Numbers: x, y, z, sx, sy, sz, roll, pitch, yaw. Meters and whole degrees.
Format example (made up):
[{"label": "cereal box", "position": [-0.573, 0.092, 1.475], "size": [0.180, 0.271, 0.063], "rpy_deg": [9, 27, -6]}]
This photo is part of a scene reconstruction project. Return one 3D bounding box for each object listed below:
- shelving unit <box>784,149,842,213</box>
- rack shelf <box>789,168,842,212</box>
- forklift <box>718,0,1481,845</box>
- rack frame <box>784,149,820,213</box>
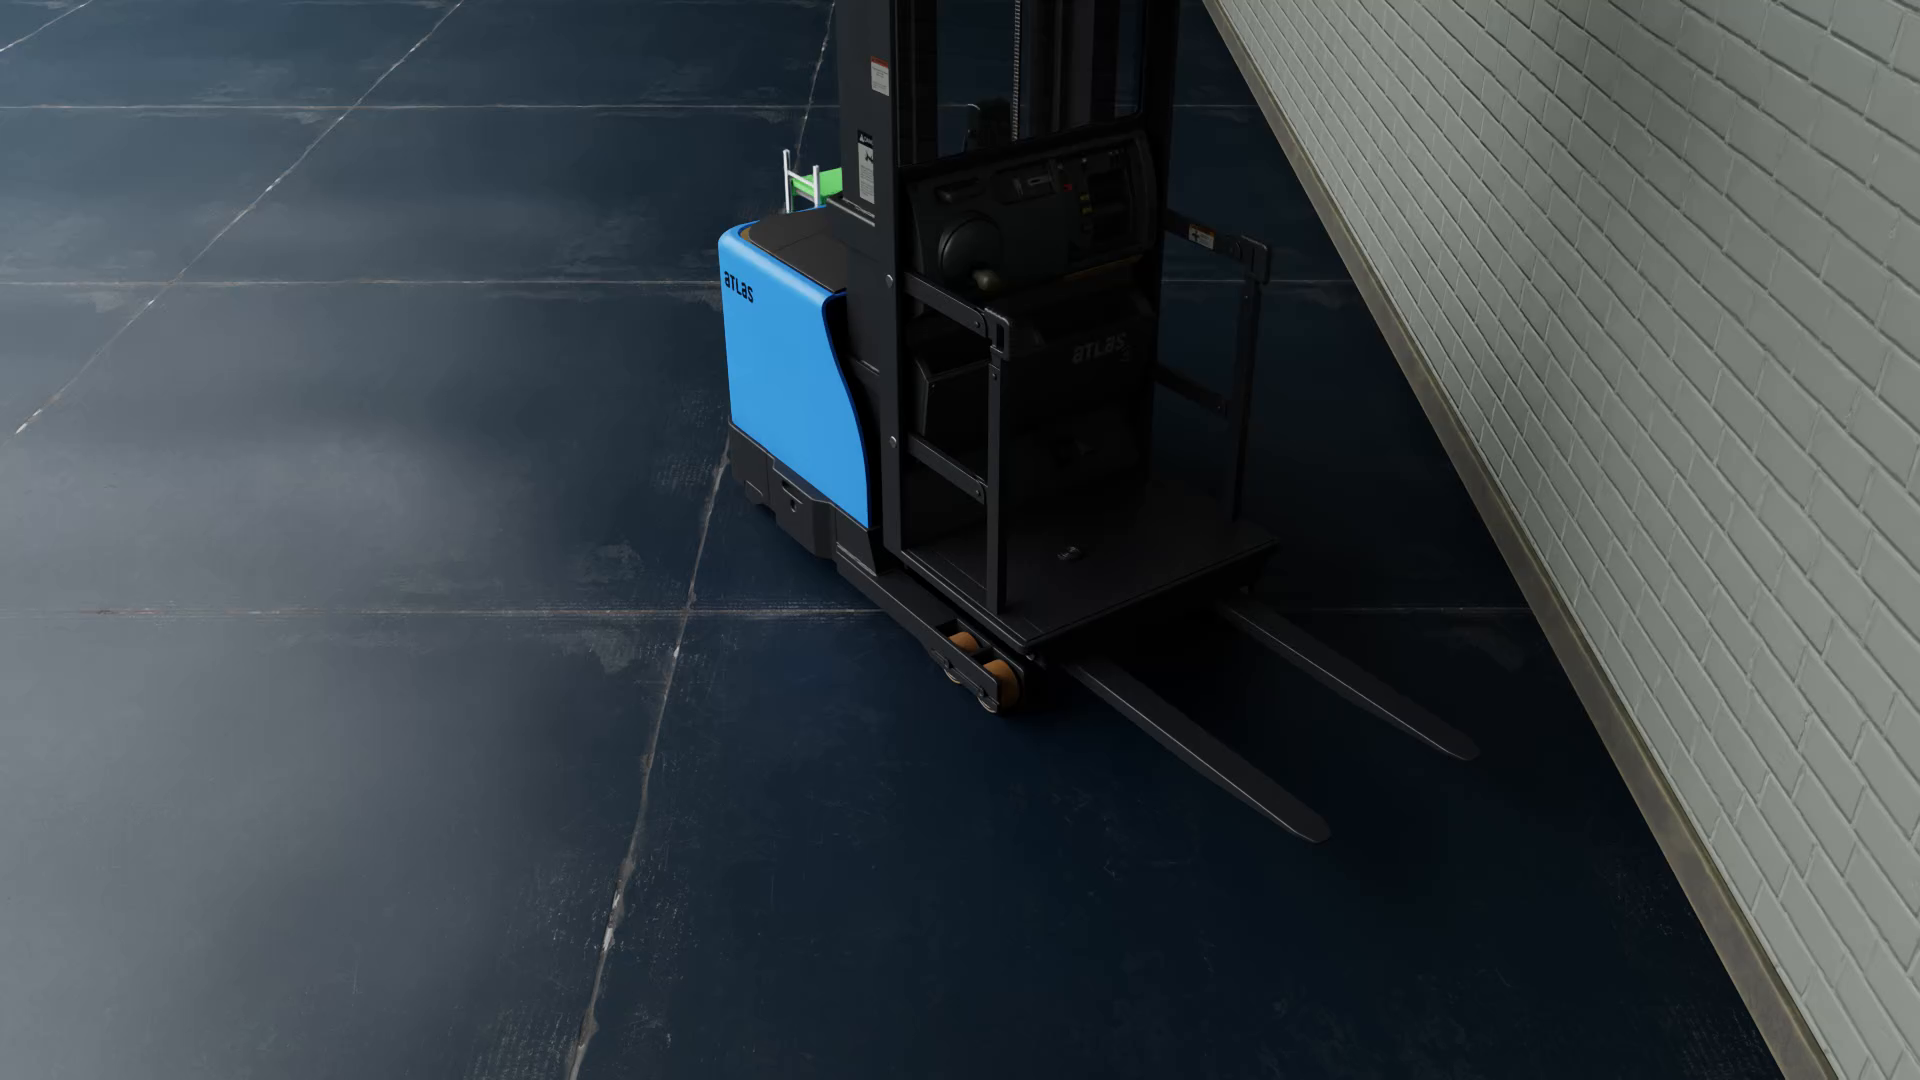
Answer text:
[{"label": "shelving unit", "position": [-0.409, -1.017, 6.767], "size": [0.503, 1.200, 0.258], "rpy_deg": [-20, 37, -30]}, {"label": "rack shelf", "position": [-0.407, -1.371, 6.548], "size": [0.480, 0.148, 0.258], "rpy_deg": [-20, 37, -30]}, {"label": "forklift", "position": [0.363, -0.986, 5.050], "size": [1.130, 2.935, 3.031], "rpy_deg": [-20, 37, -30]}, {"label": "rack frame", "position": [-0.608, -0.943, 6.645], "size": [0.015, 1.200, 0.240], "rpy_deg": [-20, 37, -30]}]
